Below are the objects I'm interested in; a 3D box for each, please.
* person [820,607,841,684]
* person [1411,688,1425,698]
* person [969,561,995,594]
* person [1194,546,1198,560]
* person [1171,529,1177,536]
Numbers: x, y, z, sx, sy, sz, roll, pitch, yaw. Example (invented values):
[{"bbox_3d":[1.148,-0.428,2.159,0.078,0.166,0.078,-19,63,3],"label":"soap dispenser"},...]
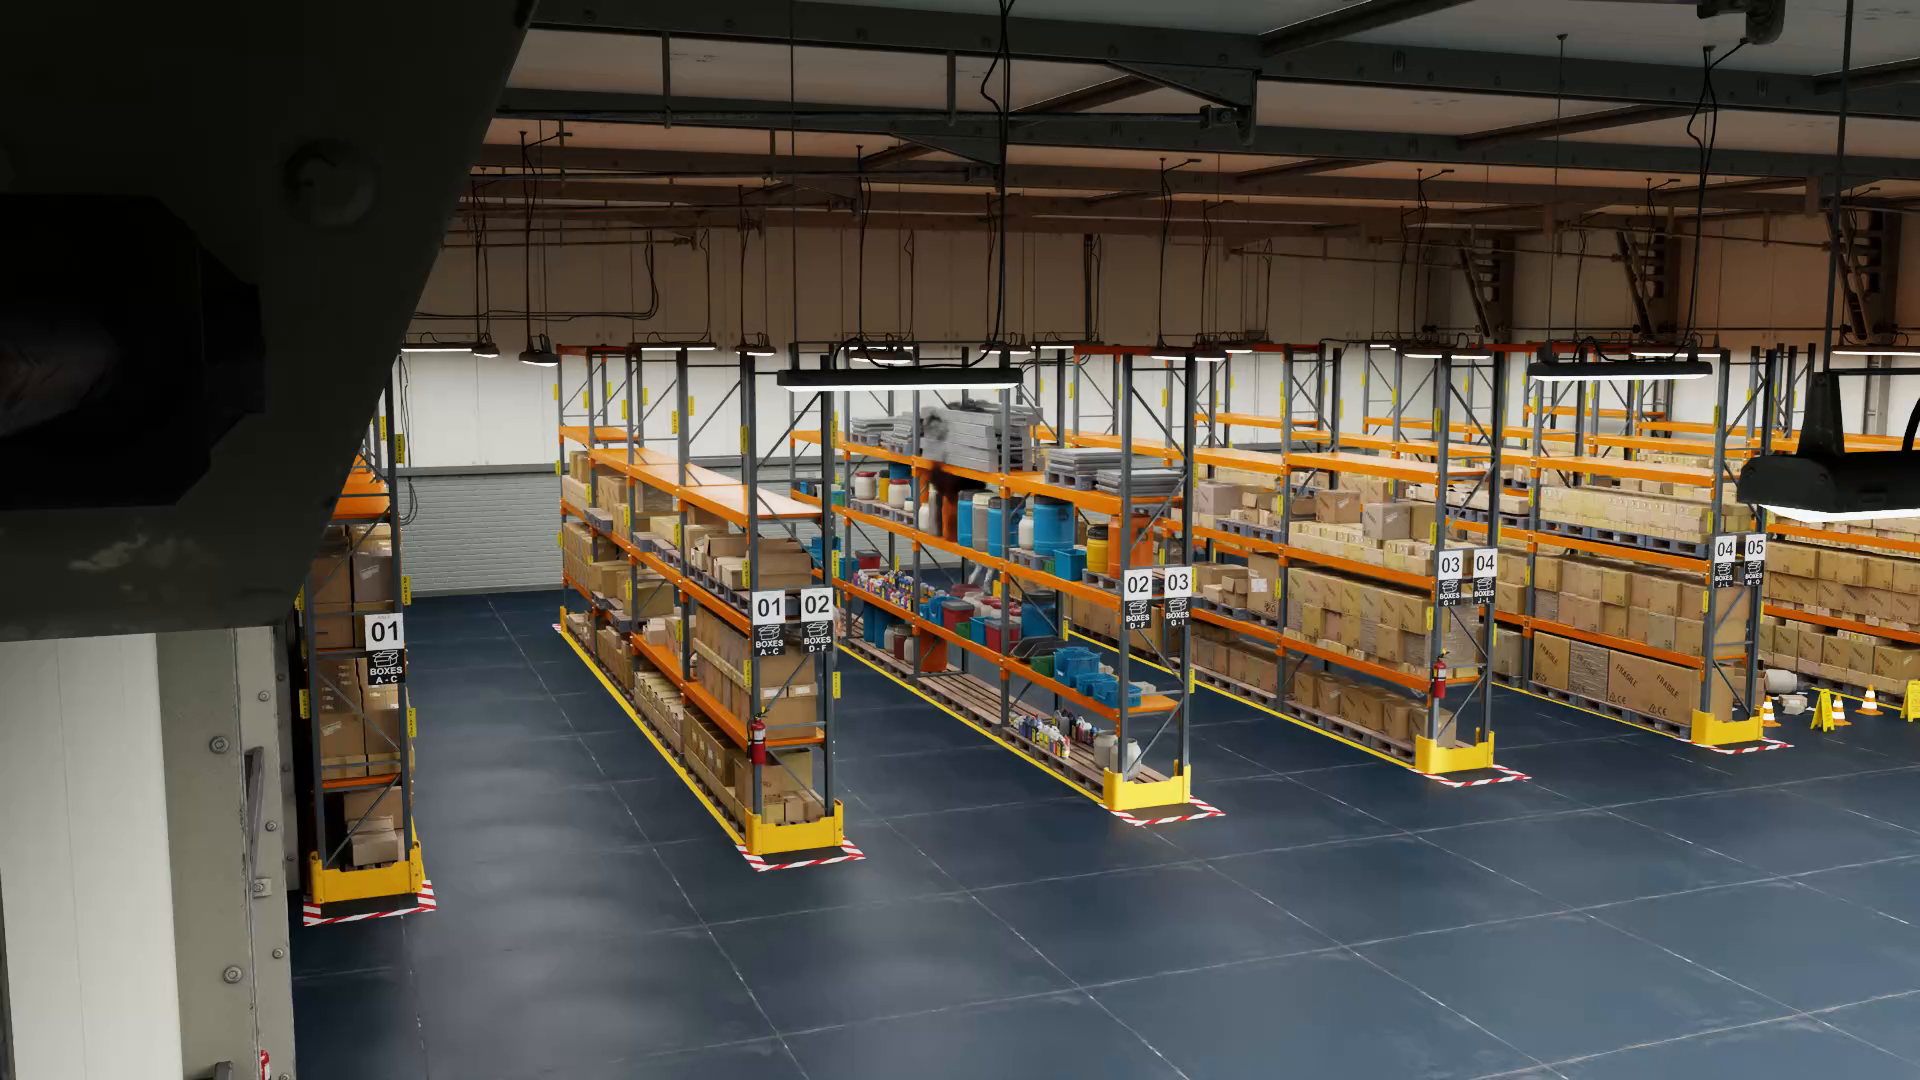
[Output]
[{"bbox_3d":[-2.240,1.693,27.835,0.574,1.675,0.700,-4,8,-28],"label":"person"},{"bbox_3d":[8.017,1.925,28.510,0.538,1.572,0.614,-5,9,-32],"label":"person"},{"bbox_3d":[0.549,0.399,39.913,0.765,1.845,0.644,-1,7,-4],"label":"person"},{"bbox_3d":[5.786,0.285,41.727,0.551,1.543,0.549,7,10,42],"label":"person"},{"bbox_3d":[4.821,0.595,38.507,0.752,1.720,0.572,-1,7,-9],"label":"person"}]
